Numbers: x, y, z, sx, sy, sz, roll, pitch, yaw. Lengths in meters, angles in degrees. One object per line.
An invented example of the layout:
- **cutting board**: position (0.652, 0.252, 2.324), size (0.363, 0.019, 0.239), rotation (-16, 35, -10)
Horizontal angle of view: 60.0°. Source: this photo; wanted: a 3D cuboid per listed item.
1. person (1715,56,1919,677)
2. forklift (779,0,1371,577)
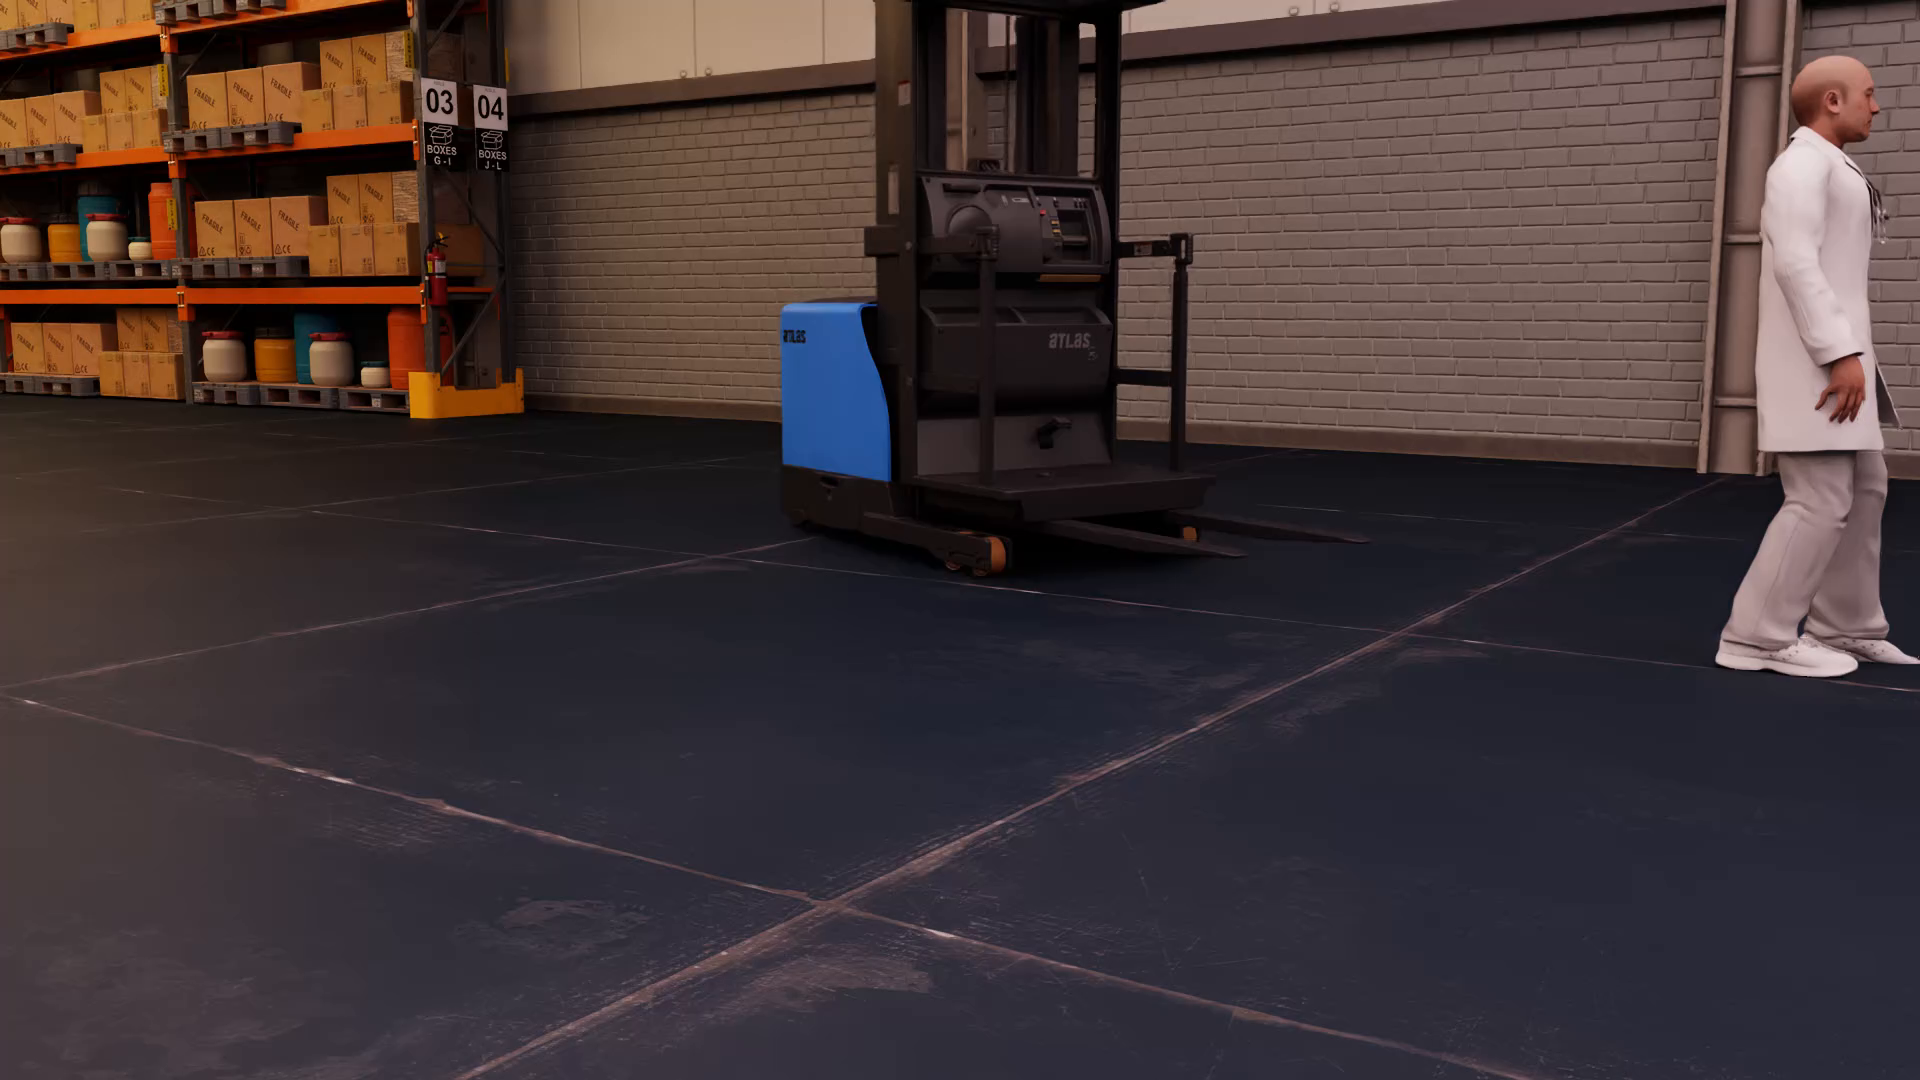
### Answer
- **person**: position (2.549, -0.468, 4.798), size (0.571, 1.817, 0.681), rotation (4, 9, 27)
- **forklift**: position (0.367, -1.379, 6.890), size (1.130, 2.935, 3.031), rotation (-5, 10, -33)
